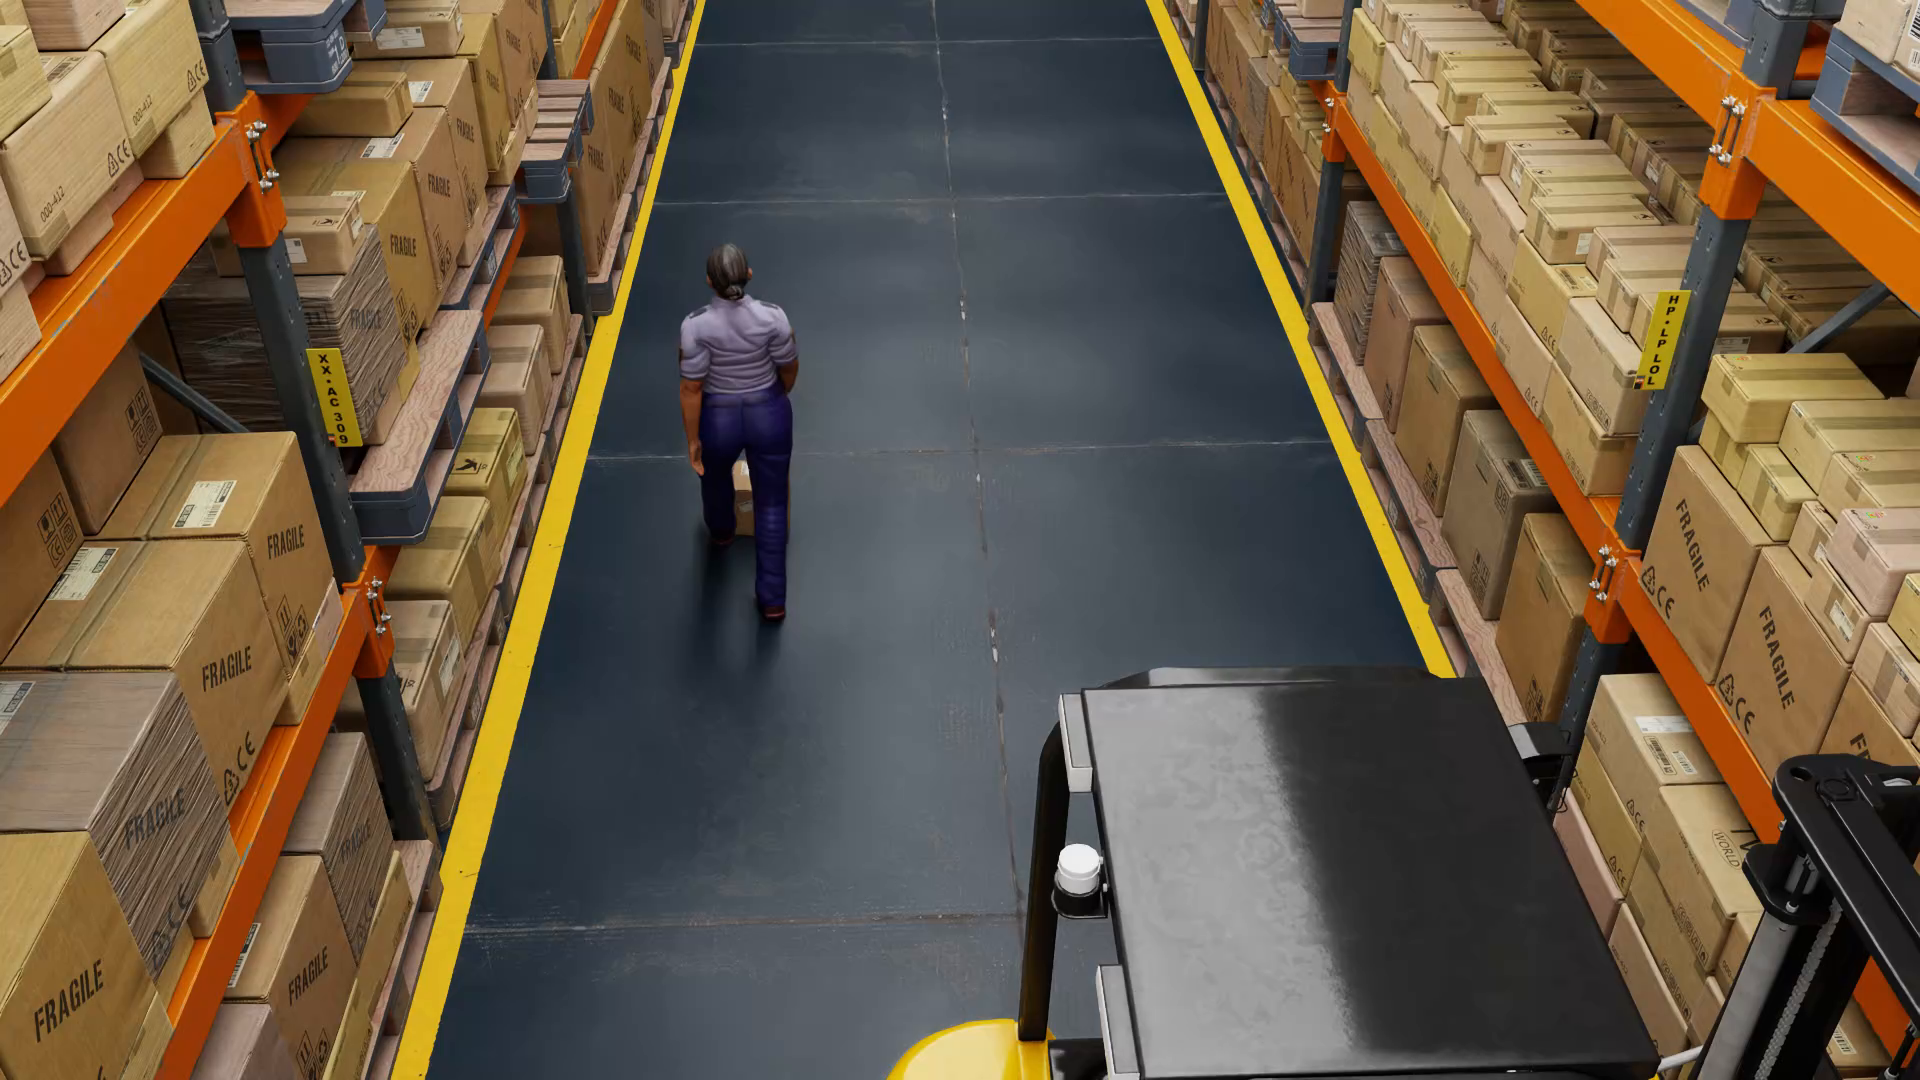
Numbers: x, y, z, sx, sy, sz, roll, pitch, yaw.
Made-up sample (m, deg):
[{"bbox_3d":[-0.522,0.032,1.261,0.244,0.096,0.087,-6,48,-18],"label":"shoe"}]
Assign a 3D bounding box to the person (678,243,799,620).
[{"bbox_3d":[-0.902,-0.535,6.919,0.486,1.591,0.893,-5,36,-7],"label":"person"}]
